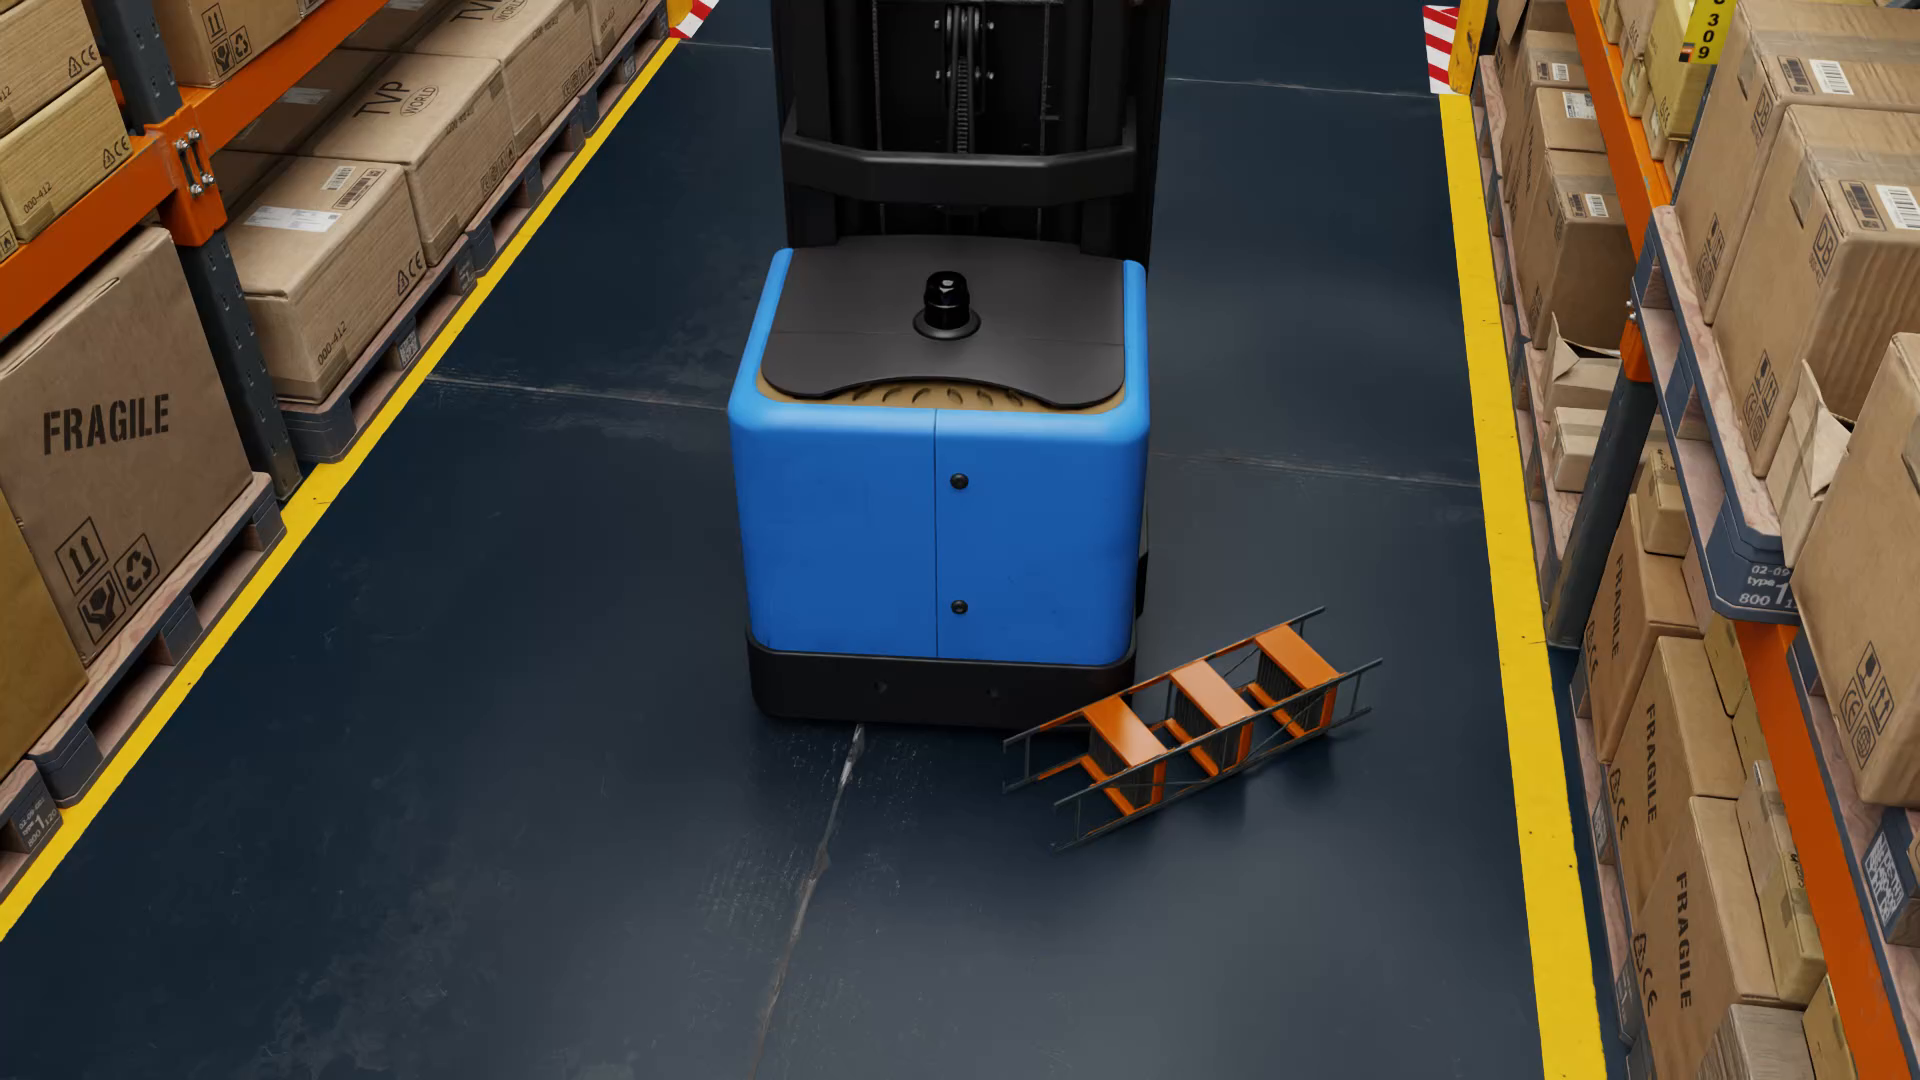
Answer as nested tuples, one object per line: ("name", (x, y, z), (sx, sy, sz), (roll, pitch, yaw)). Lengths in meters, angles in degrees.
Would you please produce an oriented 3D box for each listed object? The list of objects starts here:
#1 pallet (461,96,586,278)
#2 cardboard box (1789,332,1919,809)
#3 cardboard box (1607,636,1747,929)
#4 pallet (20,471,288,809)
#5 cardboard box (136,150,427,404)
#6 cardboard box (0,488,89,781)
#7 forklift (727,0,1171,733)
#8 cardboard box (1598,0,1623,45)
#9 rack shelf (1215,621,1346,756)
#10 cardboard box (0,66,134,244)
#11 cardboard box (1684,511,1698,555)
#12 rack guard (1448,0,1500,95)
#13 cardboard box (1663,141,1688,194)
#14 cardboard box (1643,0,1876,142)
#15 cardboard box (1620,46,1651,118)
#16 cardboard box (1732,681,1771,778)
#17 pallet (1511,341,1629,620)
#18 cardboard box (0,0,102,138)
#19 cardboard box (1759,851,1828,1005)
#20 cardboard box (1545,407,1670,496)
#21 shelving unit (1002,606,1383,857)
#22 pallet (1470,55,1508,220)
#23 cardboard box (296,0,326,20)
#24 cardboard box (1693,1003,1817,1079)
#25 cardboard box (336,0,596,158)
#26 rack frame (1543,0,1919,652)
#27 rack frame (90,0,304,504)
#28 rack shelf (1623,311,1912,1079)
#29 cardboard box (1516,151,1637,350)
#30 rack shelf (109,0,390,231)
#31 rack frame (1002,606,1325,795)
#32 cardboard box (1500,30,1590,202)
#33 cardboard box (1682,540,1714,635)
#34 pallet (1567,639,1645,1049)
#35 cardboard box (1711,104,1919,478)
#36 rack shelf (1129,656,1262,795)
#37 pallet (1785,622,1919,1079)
("pallet", (-2.250, -1.530, 6.934), (1.003, 0.211, 1.213), (6, 40, 8))
("cardboard box", (1.692, 0.073, 2.399), (0.700, 0.500, 0.500), (6, 40, 7))
("cardboard box", (1.834, 0.593, 3.811), (0.500, 0.500, 0.500), (6, 40, 7))
("pallet", (-2.727, 0.199, 4.843), (1.003, 0.211, 1.213), (6, 40, 8))
("cardboard box", (-2.454, -0.924, 5.695), (0.875, 0.438, 0.875), (6, 40, 7))
("cardboard box", (-2.845, 0.255, 3.926), (0.875, 0.875, 0.875), (7, 40, 9))
("forklift", (0.044, -1.533, 4.804), (1.130, 2.935, 3.031), (3, 40, 3))
("cardboard box", (2.161, -1.611, 5.041), (0.380, 0.149, 0.250), (6, 40, 7))
("rack shelf", (0.867, 0.410, 4.561), (0.259, 0.215, 0.240), (-20, 44, -22))
("cardboard box", (-2.497, -1.001, 4.224), (0.500, 0.250, 0.500), (5, 40, 7))
("cardboard box", (1.900, -0.022, 3.812), (0.380, 0.149, 0.250), (5, 40, 6))
("rack guard", (2.901, -2.322, 7.666), (1.175, 0.500, 0.348), (6, 40, 8))
("cardboard box", (2.028, -0.954, 4.247), (0.380, 0.149, 0.250), (7, 40, 8))
("cardboard box", (2.069, -1.226, 4.263), (0.500, 0.250, 0.500), (7, 40, 9))
("cardboard box", (2.073, -1.286, 4.648), (0.380, 0.149, 0.250), (7, 40, 9))
("cardboard box", (1.858, 0.443, 3.484), (0.380, 0.149, 0.250), (6, 40, 7))
("pallet", (2.341, -0.179, 5.301), (1.003, 0.211, 1.213), (6, 40, 8))
("cardboard box", (-2.505, -1.199, 4.072), (0.500, 0.250, 0.500), (6, 40, 8))
("cardboard box", (1.733, 0.751, 3.111), (0.380, 0.149, 0.250), (8, 40, 9))
("cardboard box", (2.029, -0.268, 5.128), (0.380, 0.149, 0.250), (5, 40, 6))
("shelving unit", (0.629, 0.496, 4.457), (1.050, 0.215, 0.252), (-20, 44, -22))
("pallet", (2.764, -1.710, 7.153), (1.003, 0.211, 1.213), (6, 40, 8))
("cardboard box", (-2.238, -1.987, 5.221), (0.500, 0.500, 0.500), (7, 40, 8))
("cardboard box", (1.647, 1.230, 3.040), (0.500, 0.500, 0.500), (5, 40, 6))
("cardboard box", (-2.141, -2.052, 7.059), (0.875, 0.438, 0.875), (7, 40, 9))
("rack frame", (2.222, -0.823, 3.891), (1.000, 3.000, 0.127), (6, 40, 8))
("rack frame", (-2.668, -1.368, 4.550), (1.000, 3.000, 0.127), (6, 40, 8))
("rack shelf", (1.875, 0.710, 2.602), (1.077, 0.370, 4.000), (6, 40, 8))
("cardboard box", (2.349, -0.975, 5.707), (0.700, 0.500, 0.500), (5, 40, 6))
("rack shelf", (-2.322, -2.346, 6.298), (1.077, 0.370, 4.000), (6, 40, 8))
("rack frame", (0.569, 0.429, 4.539), (1.050, 0.200, 0.008), (-20, 44, -22))
("cardboard box", (2.528, -1.626, 6.495), (0.700, 0.500, 0.500), (8, 40, 9))
("cardboard box", (1.926, 0.107, 3.890), (0.380, 0.149, 0.250), (5, 40, 6))
("pallet", (2.118, 0.767, 4.157), (1.003, 0.211, 1.213), (6, 40, 8))
("cardboard box", (1.828, -0.419, 2.995), (0.700, 0.500, 0.500), (7, 40, 8))
("rack shelf", (0.620, 0.500, 4.453), (0.259, 0.215, 0.240), (-20, 44, -22))
("pallet", (1.861, 0.540, 2.393), (1.003, 0.211, 1.213), (6, 40, 8))
